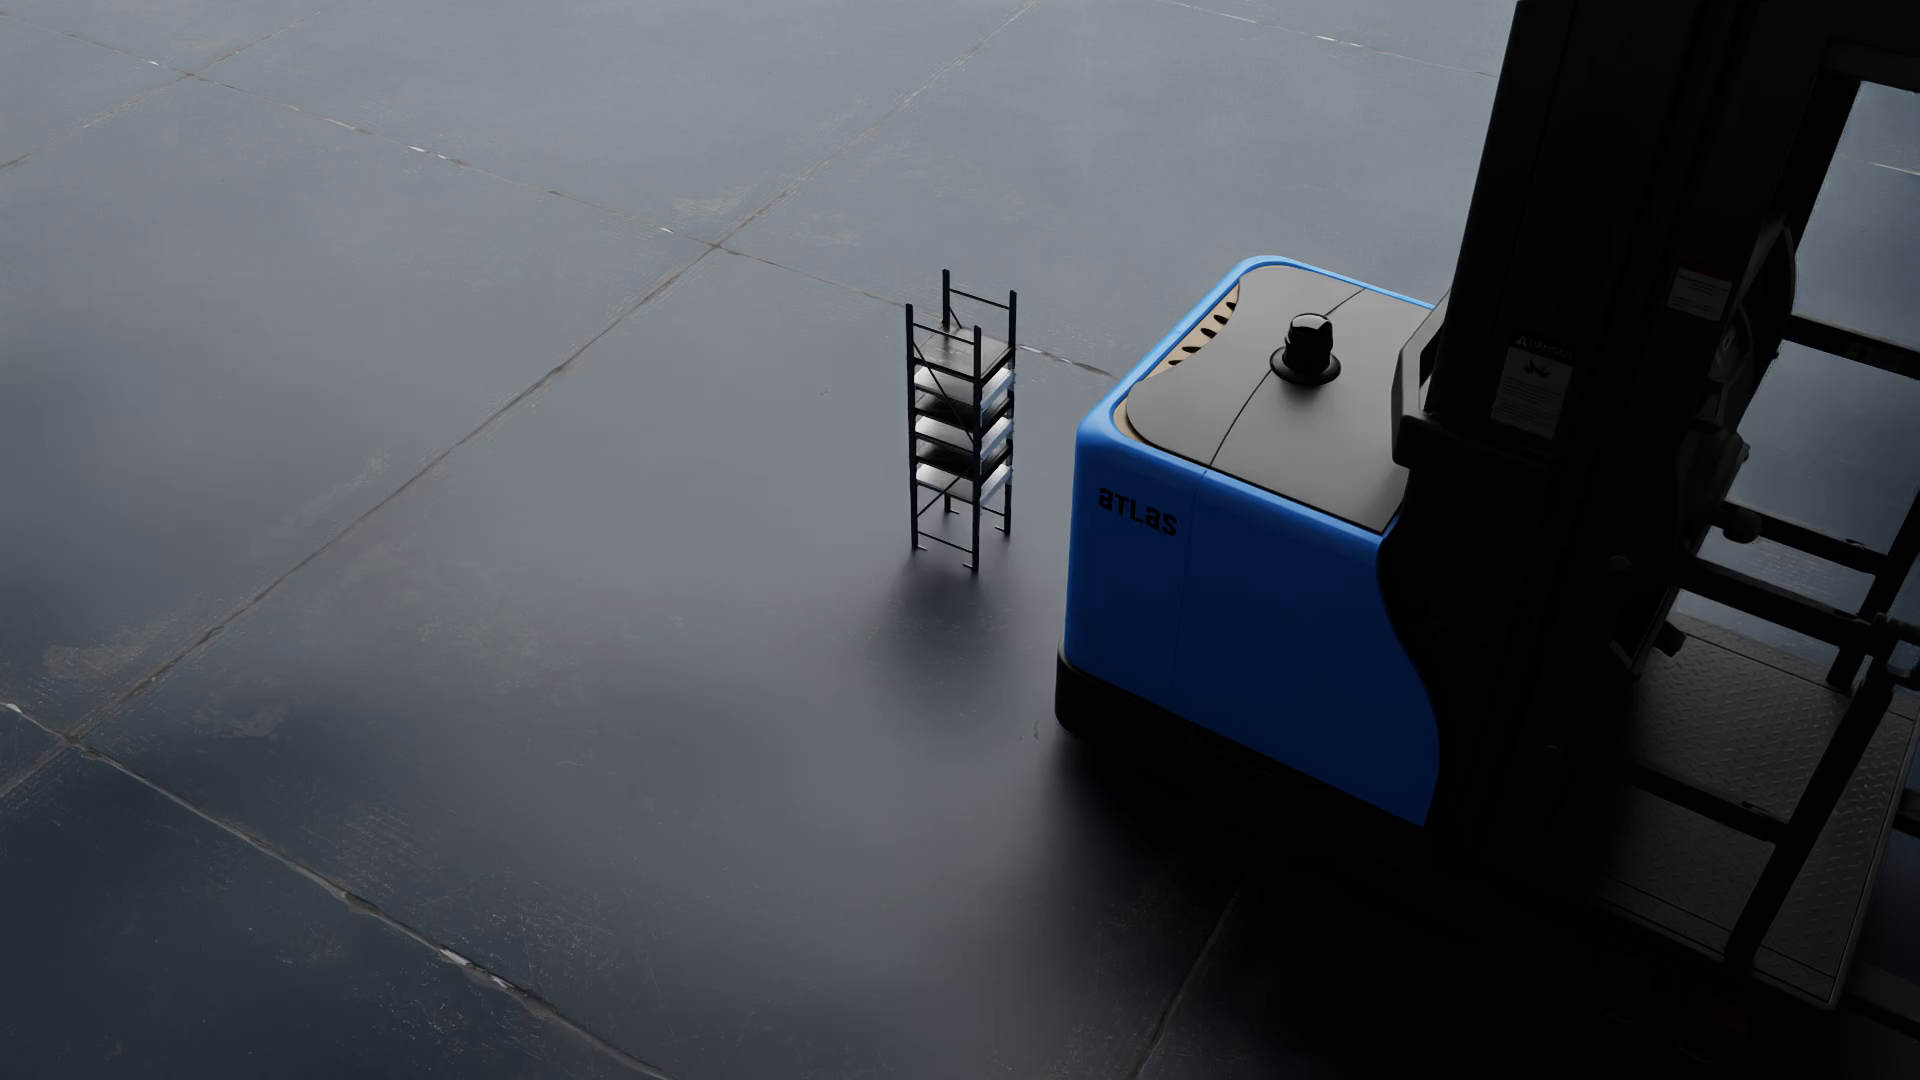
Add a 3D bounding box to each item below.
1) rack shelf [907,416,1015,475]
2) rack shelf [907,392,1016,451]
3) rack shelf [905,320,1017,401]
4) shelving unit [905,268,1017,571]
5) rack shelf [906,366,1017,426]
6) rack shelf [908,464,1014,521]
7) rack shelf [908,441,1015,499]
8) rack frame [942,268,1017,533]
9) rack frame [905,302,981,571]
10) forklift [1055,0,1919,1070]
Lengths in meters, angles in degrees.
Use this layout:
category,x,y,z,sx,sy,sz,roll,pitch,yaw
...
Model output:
category,x,y,z,sx,sy,sz,roll,pitch,yaw
rack shelf,0.004,-0.317,4.980,0.258,0.077,0.200,21,45,22
rack shelf,0.004,-0.385,4.920,0.258,0.077,0.200,21,45,22
rack shelf,0.004,-0.520,4.801,0.258,0.077,0.200,21,45,22
shelving unit,0.004,-0.342,4.958,0.258,0.900,0.210,21,45,22
rack shelf,0.004,-0.452,4.861,0.258,0.077,0.200,21,45,22
rack shelf,0.004,-0.182,5.099,0.258,0.077,0.200,21,45,22
rack shelf,0.004,-0.250,5.039,0.258,0.077,0.200,21,45,22
rack frame,0.055,-0.401,5.024,0.240,0.900,0.006,21,45,22
rack frame,-0.047,-0.284,4.892,0.240,0.900,0.006,21,45,22
forklift,1.773,-0.290,3.361,3.031,2.935,1.130,24,47,24
